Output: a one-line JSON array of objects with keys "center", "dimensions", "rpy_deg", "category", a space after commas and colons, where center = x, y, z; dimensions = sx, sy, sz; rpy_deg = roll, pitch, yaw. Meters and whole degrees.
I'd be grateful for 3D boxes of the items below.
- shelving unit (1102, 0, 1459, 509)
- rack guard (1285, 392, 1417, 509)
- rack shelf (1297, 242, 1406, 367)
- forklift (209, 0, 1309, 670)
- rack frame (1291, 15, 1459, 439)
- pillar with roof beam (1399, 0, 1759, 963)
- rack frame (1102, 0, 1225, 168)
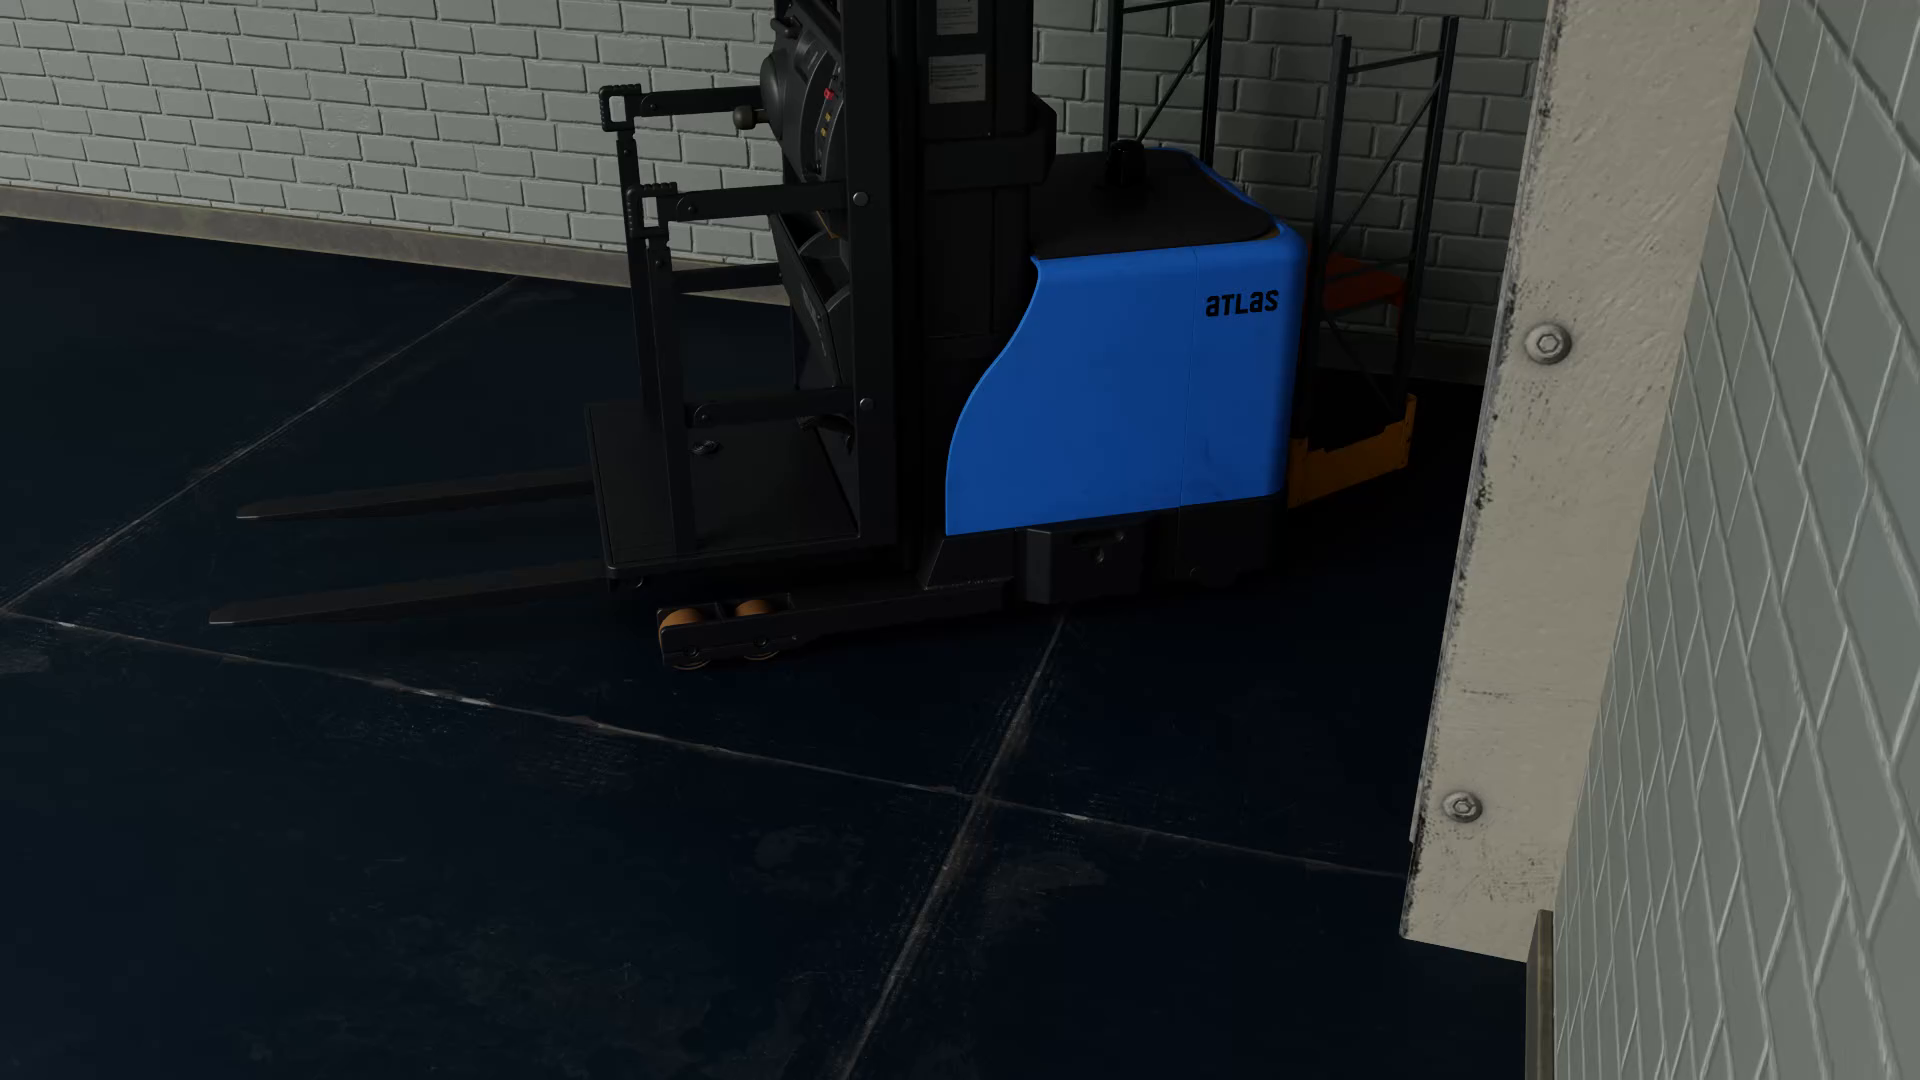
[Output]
[{"center": [1.000, -1.049, 5.594], "dimensions": [0.587, 1.500, 1.083], "rpy_deg": [-19, 34, -30], "category": "shelving unit"}, {"center": [1.283, -0.304, 5.539], "dimensions": [0.587, 0.250, 0.087], "rpy_deg": [-19, 34, -30], "category": "rack guard"}, {"center": [0.995, -0.896, 5.688], "dimensions": [0.538, 0.185, 1.000], "rpy_deg": [-19, 34, -30], "category": "rack shelf"}, {"center": [-0.603, -1.205, 4.402], "dimensions": [3.031, 2.935, 1.130], "rpy_deg": [-7, 30, -13], "category": "forklift"}, {"center": [1.283, -0.850, 5.235], "dimensions": [0.500, 1.500, 0.032], "rpy_deg": [-19, 34, -30], "category": "rack frame"}, {"center": [-2.940, -3.740, 2.717], "dimensions": [9.100, 9.000, 0.400], "rpy_deg": [8, 30, 15], "category": "pillar with roof beam"}, {"center": [0.706, -1.257, 5.966], "dimensions": [0.500, 1.500, 0.032], "rpy_deg": [-19, 34, -30], "category": "rack frame"}]
